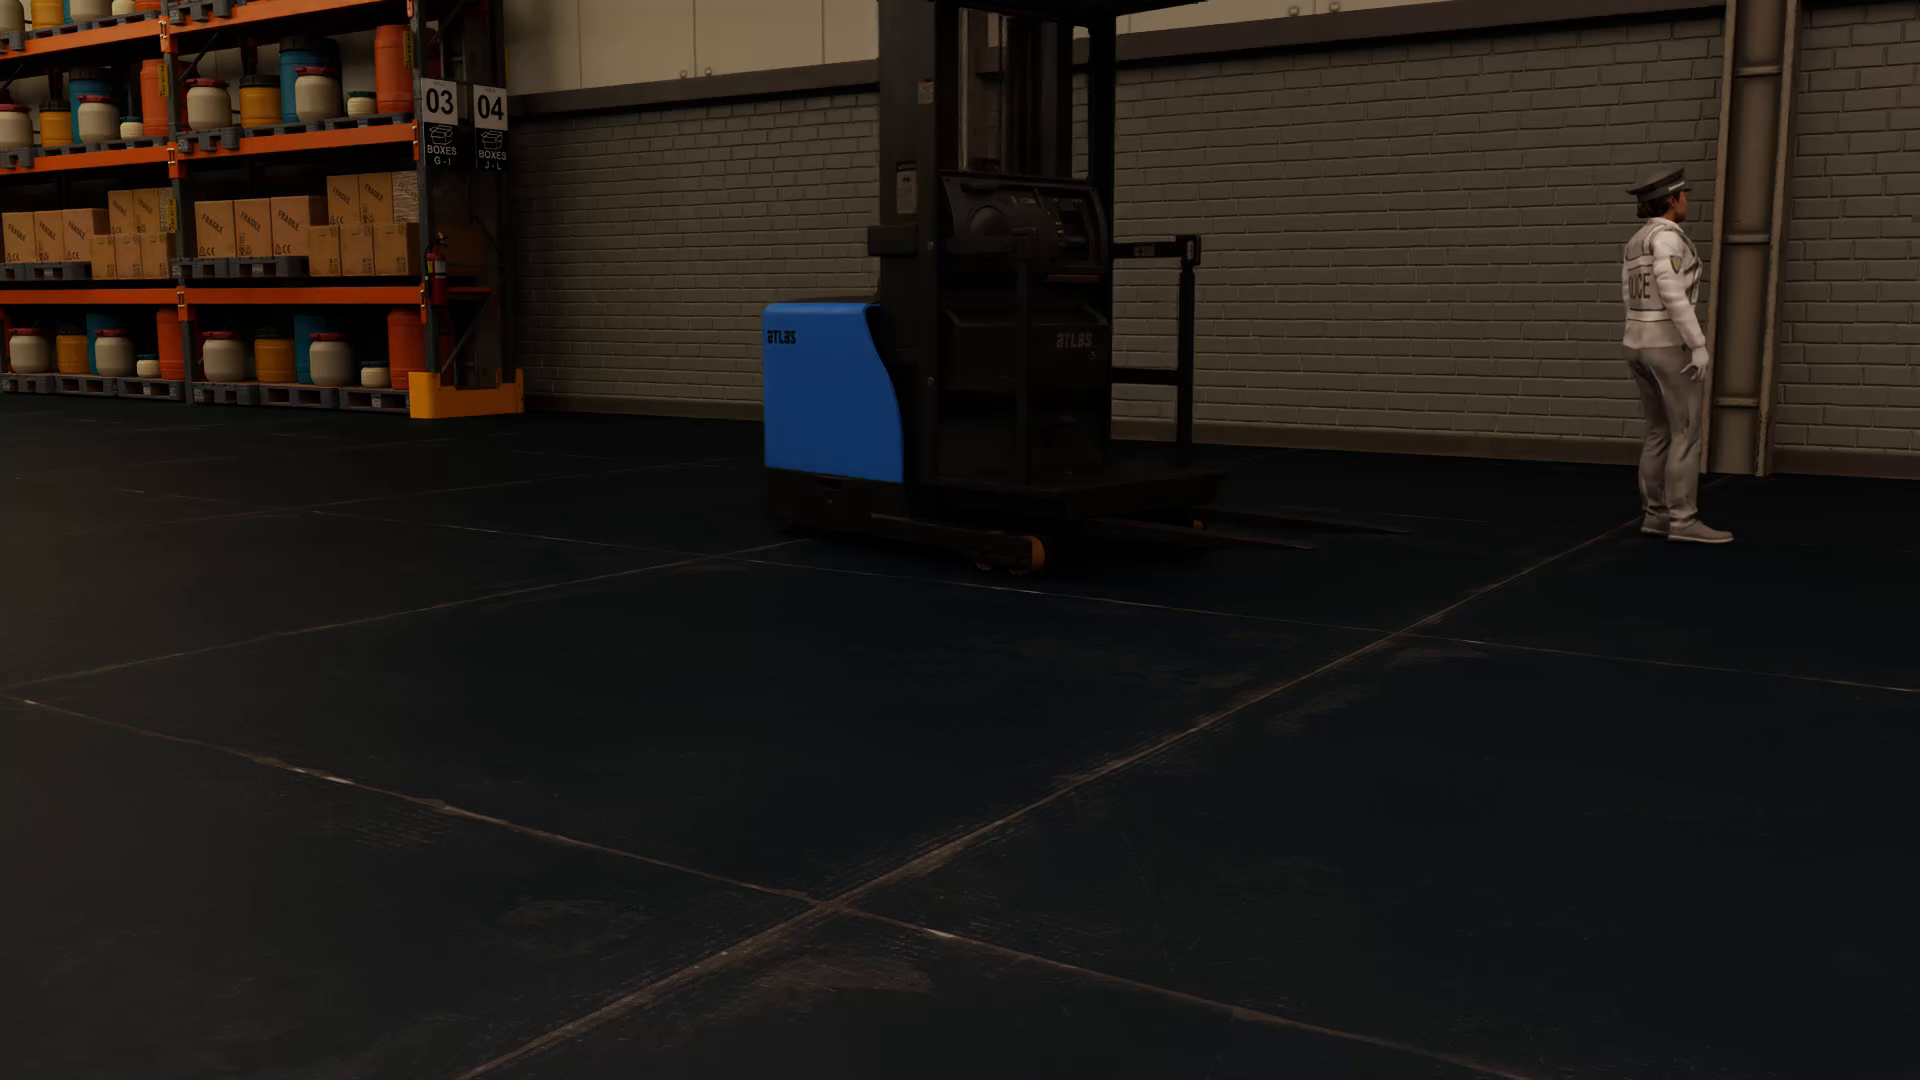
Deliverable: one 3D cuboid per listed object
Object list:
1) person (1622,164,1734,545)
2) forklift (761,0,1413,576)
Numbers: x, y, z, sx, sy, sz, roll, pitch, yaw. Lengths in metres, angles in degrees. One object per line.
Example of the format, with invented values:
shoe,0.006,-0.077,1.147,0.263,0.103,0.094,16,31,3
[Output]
person,3.252,-0.845,7.569,0.468,1.708,0.571,0,8,0
forklift,0.432,-1.388,6.953,1.130,2.935,3.031,-7,11,-42
